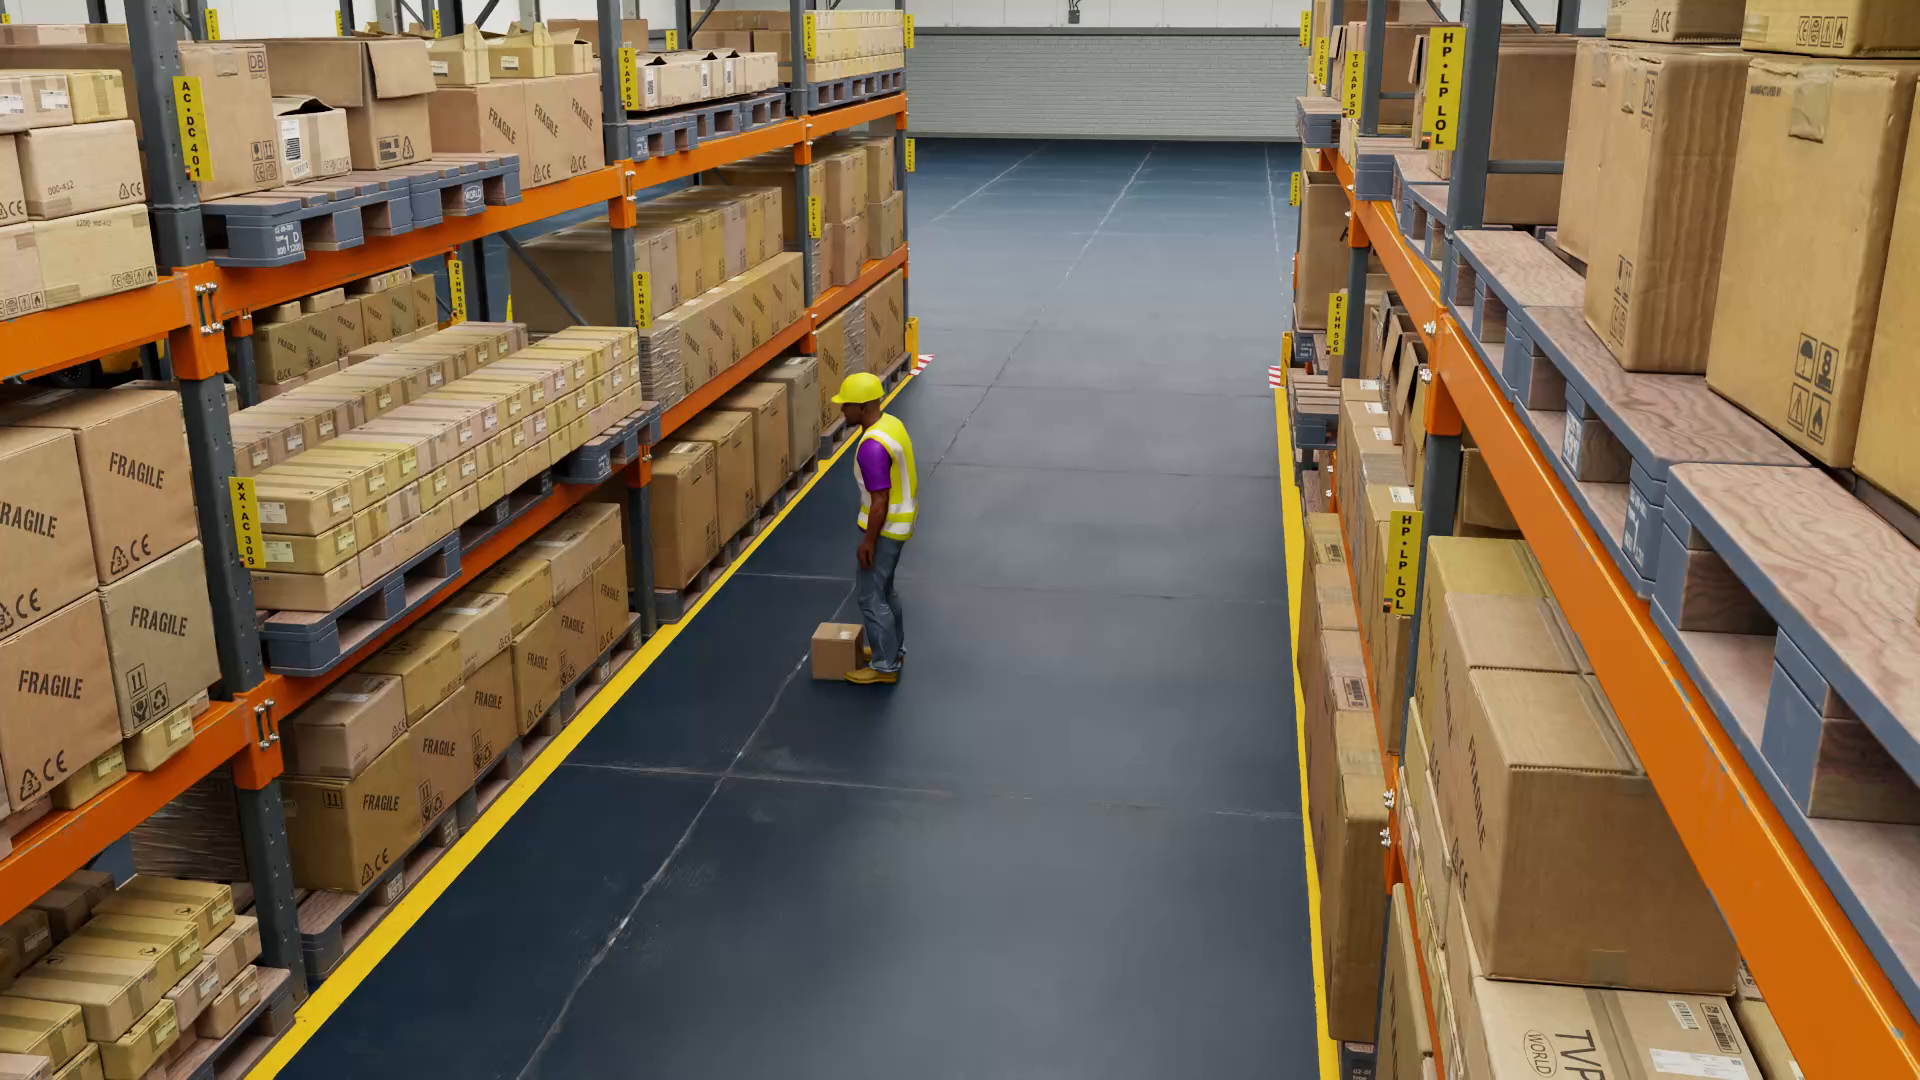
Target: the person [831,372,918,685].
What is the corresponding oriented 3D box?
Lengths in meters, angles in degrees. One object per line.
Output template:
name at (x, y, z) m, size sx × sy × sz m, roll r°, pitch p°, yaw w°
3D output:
person at (-0.466, -0.071, 9.246) m, size 0.462 × 1.759 × 0.622 m, roll 2°, pitch 18°, yaw 6°
